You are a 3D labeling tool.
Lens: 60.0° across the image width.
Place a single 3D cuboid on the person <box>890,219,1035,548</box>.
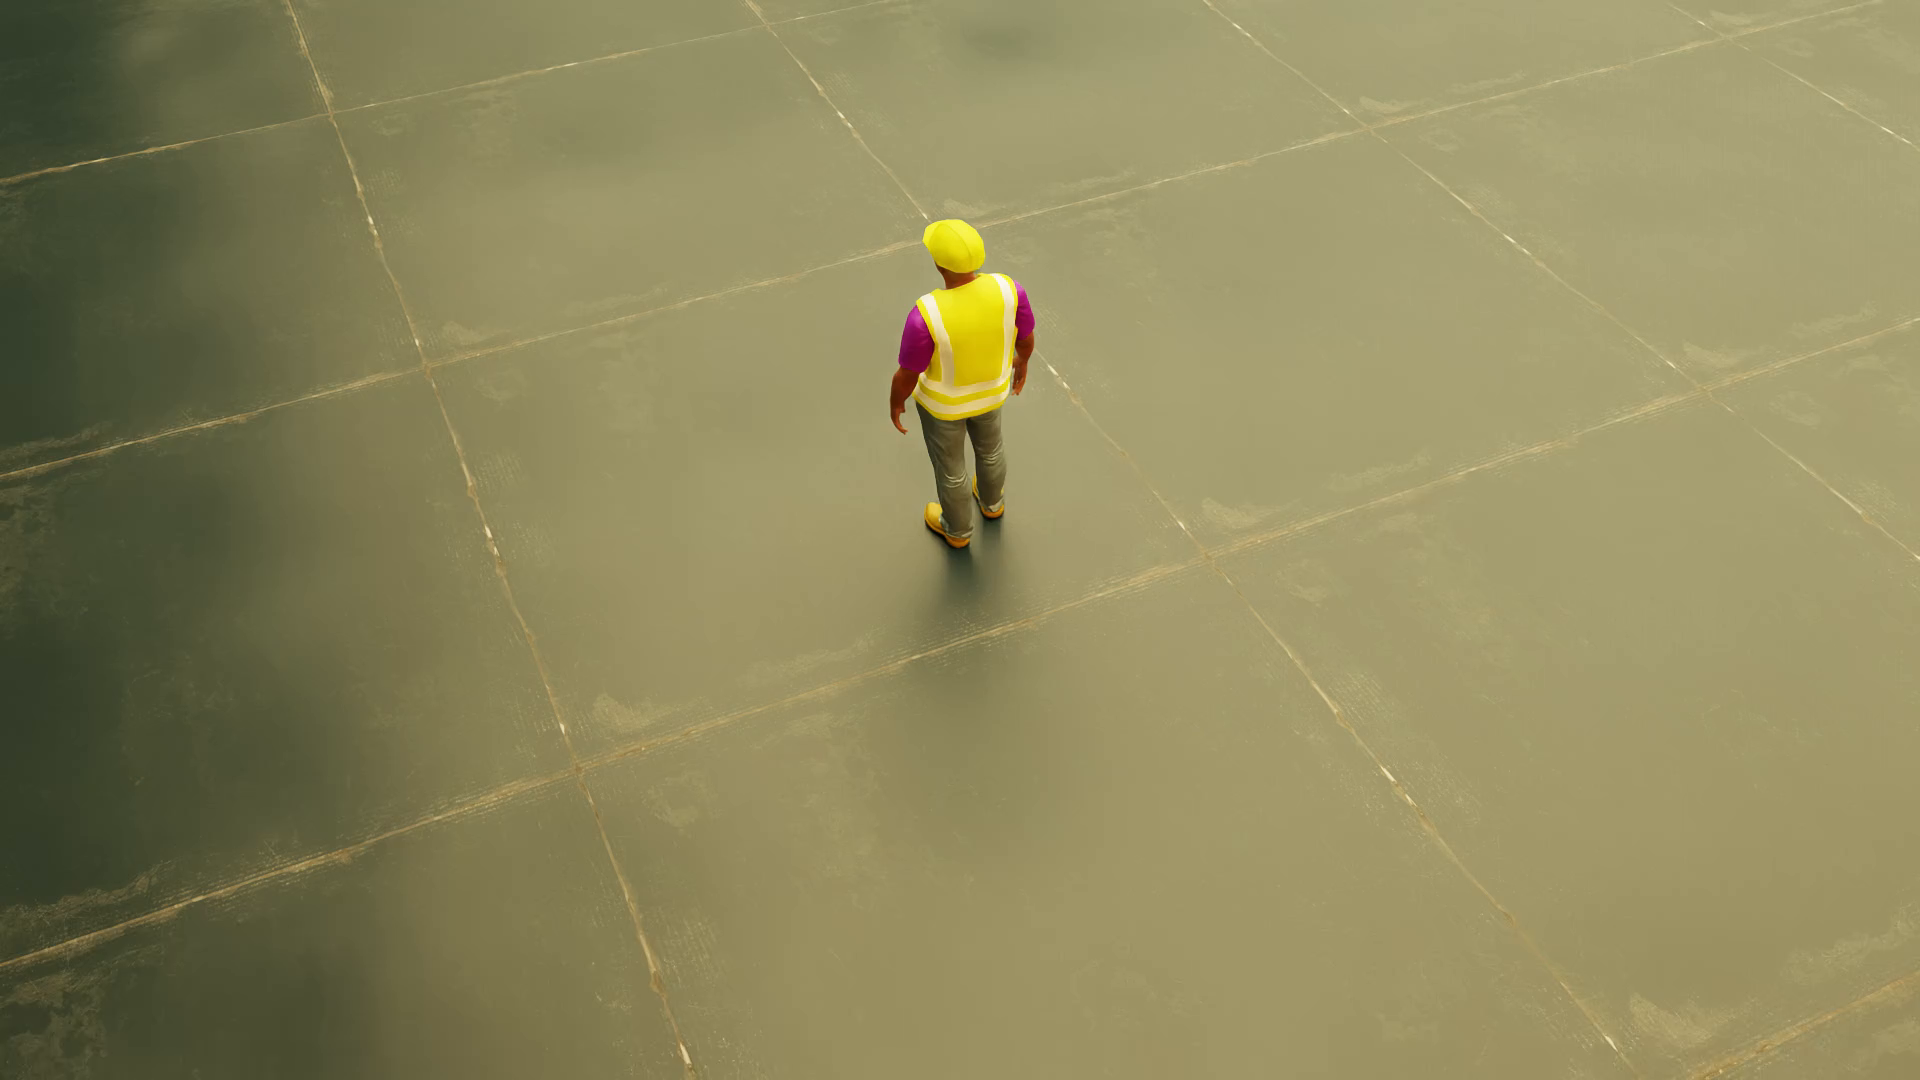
[{"bbox_3d":[-0.024,-0.696,7.269,0.665,1.768,0.575,-18,46,-18],"label":"person"}]
